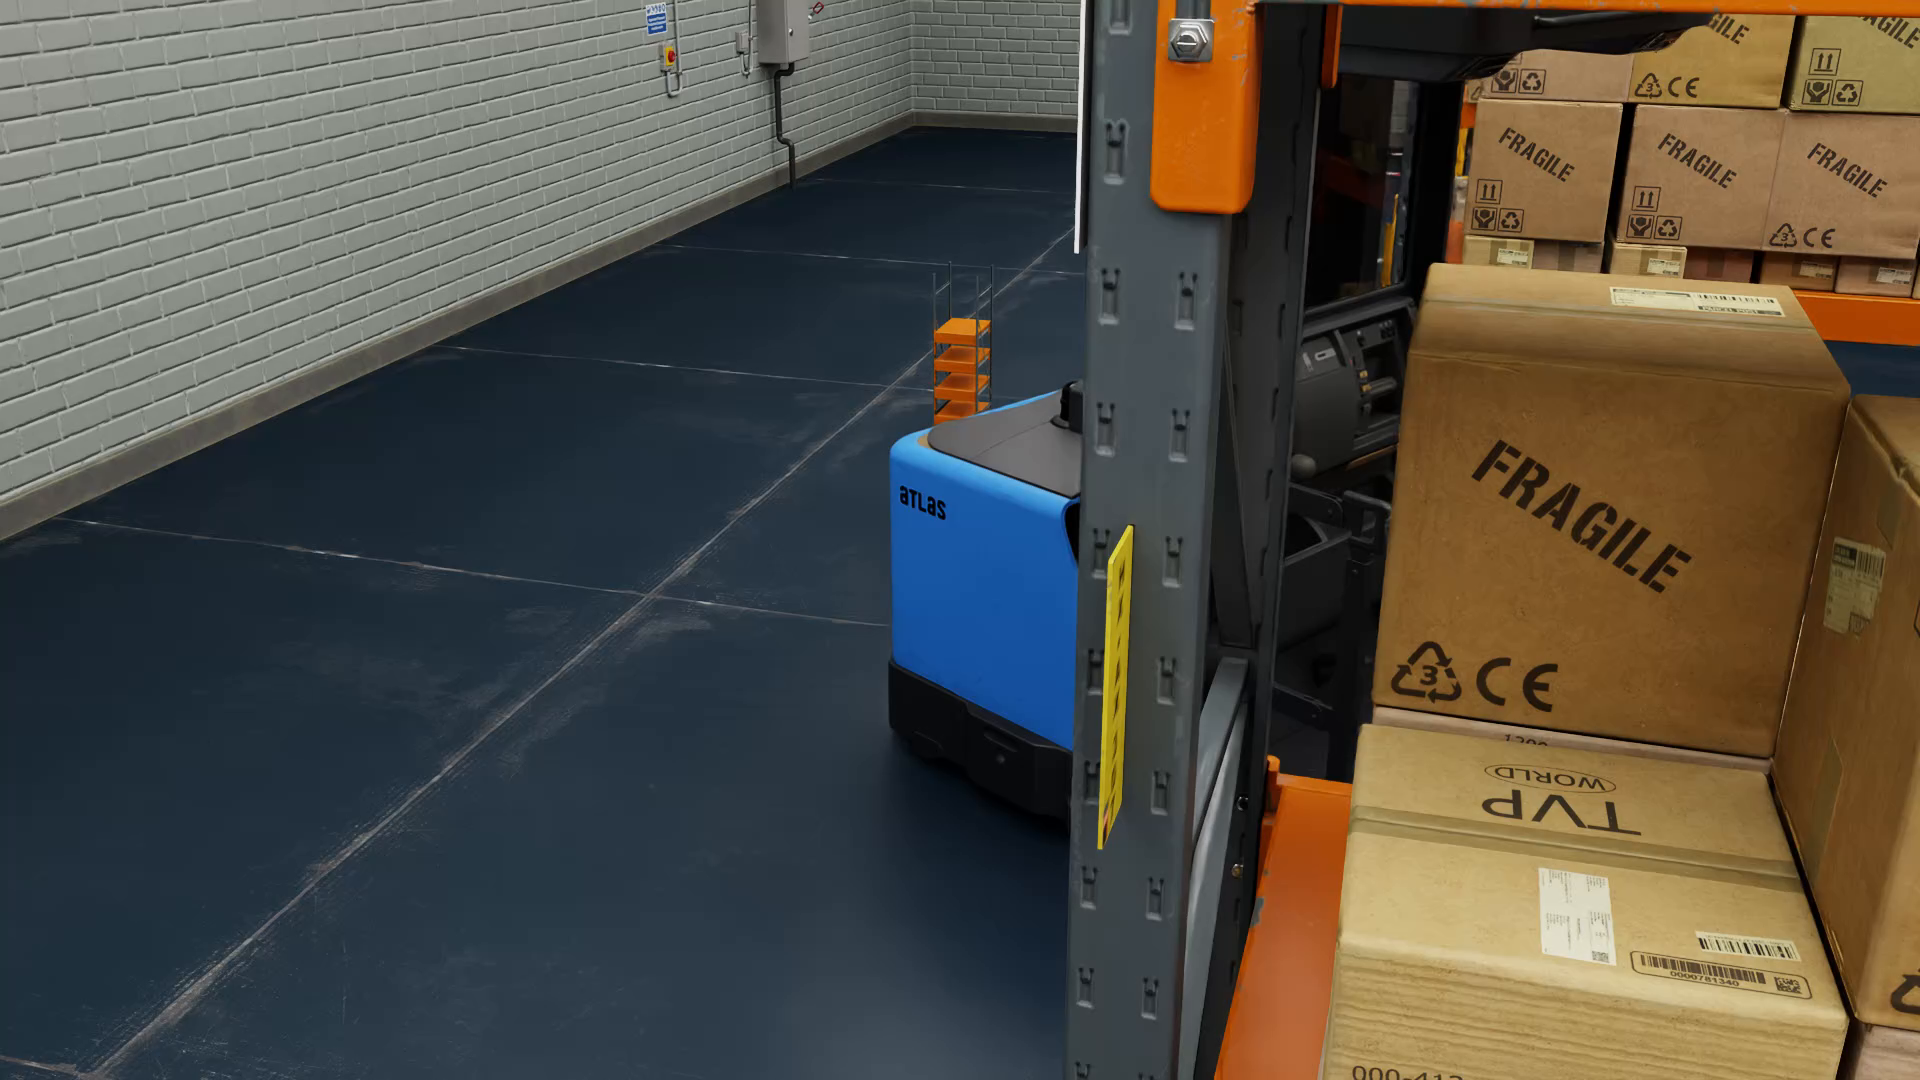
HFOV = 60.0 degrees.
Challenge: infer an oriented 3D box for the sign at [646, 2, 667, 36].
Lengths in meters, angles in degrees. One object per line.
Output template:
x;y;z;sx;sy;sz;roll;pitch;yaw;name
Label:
-2.290;-3.935;12.555;0.001;0.218;0.327;7;23;16;sign

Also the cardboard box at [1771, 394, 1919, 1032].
1.185;0.180;1.697;0.500;0.500;0.500;6;23;14;cardboard box

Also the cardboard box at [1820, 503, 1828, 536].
3.283;-0.157;6.511;0.250;0.149;0.380;5;23;13;cardboard box

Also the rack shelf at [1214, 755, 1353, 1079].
2.240;0.941;1.971;4.000;0.370;1.077;7;23;16;rack shelf

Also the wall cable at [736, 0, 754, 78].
-1.819;-4.808;13.699;0.122;1.984;0.588;7;23;16;wall cable

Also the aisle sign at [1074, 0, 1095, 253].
0.169;-0.712;1.629;0.004;0.787;0.394;7;23;16;aisle sign

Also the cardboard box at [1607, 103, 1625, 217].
2.850;-1.572;6.625;0.500;0.500;0.500;6;23;15;cardboard box

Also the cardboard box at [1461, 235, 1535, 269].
2.070;-1.131;6.406;0.250;0.149;0.380;6;23;15;cardboard box

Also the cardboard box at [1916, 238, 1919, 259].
3.679;-1.275;5.902;0.500;0.500;0.500;6;23;14;cardboard box

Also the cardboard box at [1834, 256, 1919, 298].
3.336;-1.015;6.122;0.250;0.149;0.380;6;23;14;cardboard box

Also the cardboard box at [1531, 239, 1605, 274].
2.325;-1.118;6.374;0.250;0.149;0.380;7;23;17;cardboard box

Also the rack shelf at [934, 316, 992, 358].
0.014;-0.845;6.919;0.180;0.103;0.258;7;23;16;rack shelf

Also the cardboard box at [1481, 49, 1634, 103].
2.207;-1.903;6.115;0.500;0.500;0.500;6;23;15;cardboard box

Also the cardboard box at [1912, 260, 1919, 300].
3.578;-0.979;6.034;0.250;0.149;0.380;7;23;17;cardboard box

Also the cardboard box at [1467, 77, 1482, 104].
3.564;-3.101;10.745;0.500;0.500;0.500;6;23;15;cardboard box

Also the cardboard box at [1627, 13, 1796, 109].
2.692;-1.850;5.986;0.500;0.500;0.500;7;23;17;cardboard box

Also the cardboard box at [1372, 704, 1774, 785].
0.865;0.278;2.446;0.500;0.250;0.500;6;23;15;cardboard box

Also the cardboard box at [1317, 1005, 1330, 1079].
0.569;0.664;2.029;0.250;0.149;0.380;7;23;16;cardboard box

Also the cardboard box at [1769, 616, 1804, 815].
1.351;0.333;2.310;0.500;0.250;0.500;6;23;15;cardboard box

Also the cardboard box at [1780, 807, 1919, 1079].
1.206;0.526;1.840;0.500;0.250;0.500;6;23;15;cardboard box

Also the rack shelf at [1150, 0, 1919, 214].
2.240;-0.447;1.402;4.000;0.370;1.077;7;23;16;rack shelf

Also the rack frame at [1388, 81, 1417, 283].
1.854;-1.402;6.735;0.127;3.000;1.000;7;23;16;rack frame

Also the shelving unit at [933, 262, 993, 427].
0.014;-0.554;7.038;0.189;1.200;0.258;7;23;16;shelving unit

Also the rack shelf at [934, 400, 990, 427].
0.014;-0.512;7.055;0.180;0.103;0.258;7;23;16;rack shelf

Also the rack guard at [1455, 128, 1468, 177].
4.690;-3.850;15.998;0.348;0.500;1.175;7;23;16;rack guard

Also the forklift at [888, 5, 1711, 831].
1.138;-0.399;4.380;1.130;2.935;3.031;-20;29;-39;forklift

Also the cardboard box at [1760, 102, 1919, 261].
3.189;-1.328;6.032;0.500;0.500;0.500;7;23;16;cardboard box

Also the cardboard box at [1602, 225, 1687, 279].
2.567;-1.069;6.255;0.250;0.149;0.380;6;23;14;cardboard box

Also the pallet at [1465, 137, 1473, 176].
5.454;-3.630;15.841;1.213;0.211;1.003;7;23;16;pallet

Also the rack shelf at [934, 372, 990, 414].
0.014;-0.623;7.010;0.180;0.103;0.258;7;23;16;rack shelf

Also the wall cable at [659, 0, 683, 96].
-2.218;-4.306;12.434;0.123;1.953;0.585;7;23;16;wall cable

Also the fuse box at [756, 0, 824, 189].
-1.471;-3.972;14.699;0.414;1.711;0.539;7;23;16;fuse box

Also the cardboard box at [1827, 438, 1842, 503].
3.285;-0.280;6.419;0.250;0.149;0.380;7;23;18;cardboard box

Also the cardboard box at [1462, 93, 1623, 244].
2.204;-1.436;6.295;0.500;0.500;0.500;8;24;18;cardboard box

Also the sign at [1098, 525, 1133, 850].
0.159;0.153;1.699;0.005;0.325;0.100;7;23;16;sign

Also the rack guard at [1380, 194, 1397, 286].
3.164;-2.058;11.627;0.348;0.500;1.175;7;23;16;rack guard

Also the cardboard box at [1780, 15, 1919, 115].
3.184;-1.785;5.827;0.500;0.500;0.500;6;23;14;cardboard box

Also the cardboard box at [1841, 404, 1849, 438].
3.666;-0.426;6.775;0.250;0.149;0.380;6;23;14;cardboard box

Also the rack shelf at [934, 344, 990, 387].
0.014;-0.734;6.964;0.180;0.103;0.258;7;23;16;rack shelf

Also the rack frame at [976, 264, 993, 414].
0.101;-0.543;7.014;0.006;1.200;0.240;7;23;16;rack frame

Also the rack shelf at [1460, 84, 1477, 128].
5.102;-2.659;10.749;4.000;0.370;1.077;7;23;16;rack shelf

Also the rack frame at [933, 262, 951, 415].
-0.074;-0.564;7.063;0.006;1.200;0.240;7;23;16;rack frame

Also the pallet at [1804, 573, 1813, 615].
3.859;0.133;6.668;1.213;0.211;1.003;7;23;16;pallet

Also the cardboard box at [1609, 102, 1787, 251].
2.724;-1.387;6.174;0.500;0.500;0.500;7;23;16;cardboard box

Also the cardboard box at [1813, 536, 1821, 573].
3.262;-0.019;6.566;0.250;0.149;0.380;7;23;16;cardboard box

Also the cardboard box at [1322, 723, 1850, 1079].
0.706;0.472;1.973;0.500;0.250;0.500;6;23;14;cardboard box

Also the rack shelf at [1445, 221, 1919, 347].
3.769;-0.850;6.337;4.000;0.370;1.077;7;23;16;rack shelf

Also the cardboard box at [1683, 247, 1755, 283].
2.855;-1.091;6.307;0.250;0.149;0.380;8;24;18;cardboard box

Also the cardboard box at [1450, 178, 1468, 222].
3.848;-2.184;11.465;0.875;0.438;0.875;6;23;14;cardboard box

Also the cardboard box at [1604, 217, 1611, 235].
2.720;-1.290;6.793;0.250;0.149;0.380;6;23;15;cardboard box

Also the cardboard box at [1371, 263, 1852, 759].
0.867;-0.068;2.301;0.500;0.500;0.500;7;23;16;cardboard box

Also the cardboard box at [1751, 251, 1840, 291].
3.108;-1.052;6.213;0.250;0.149;0.380;6;23;15;cardboard box

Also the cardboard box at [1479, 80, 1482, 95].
2.359;-1.630;6.767;0.500;0.500;0.500;7;23;17;cardboard box
